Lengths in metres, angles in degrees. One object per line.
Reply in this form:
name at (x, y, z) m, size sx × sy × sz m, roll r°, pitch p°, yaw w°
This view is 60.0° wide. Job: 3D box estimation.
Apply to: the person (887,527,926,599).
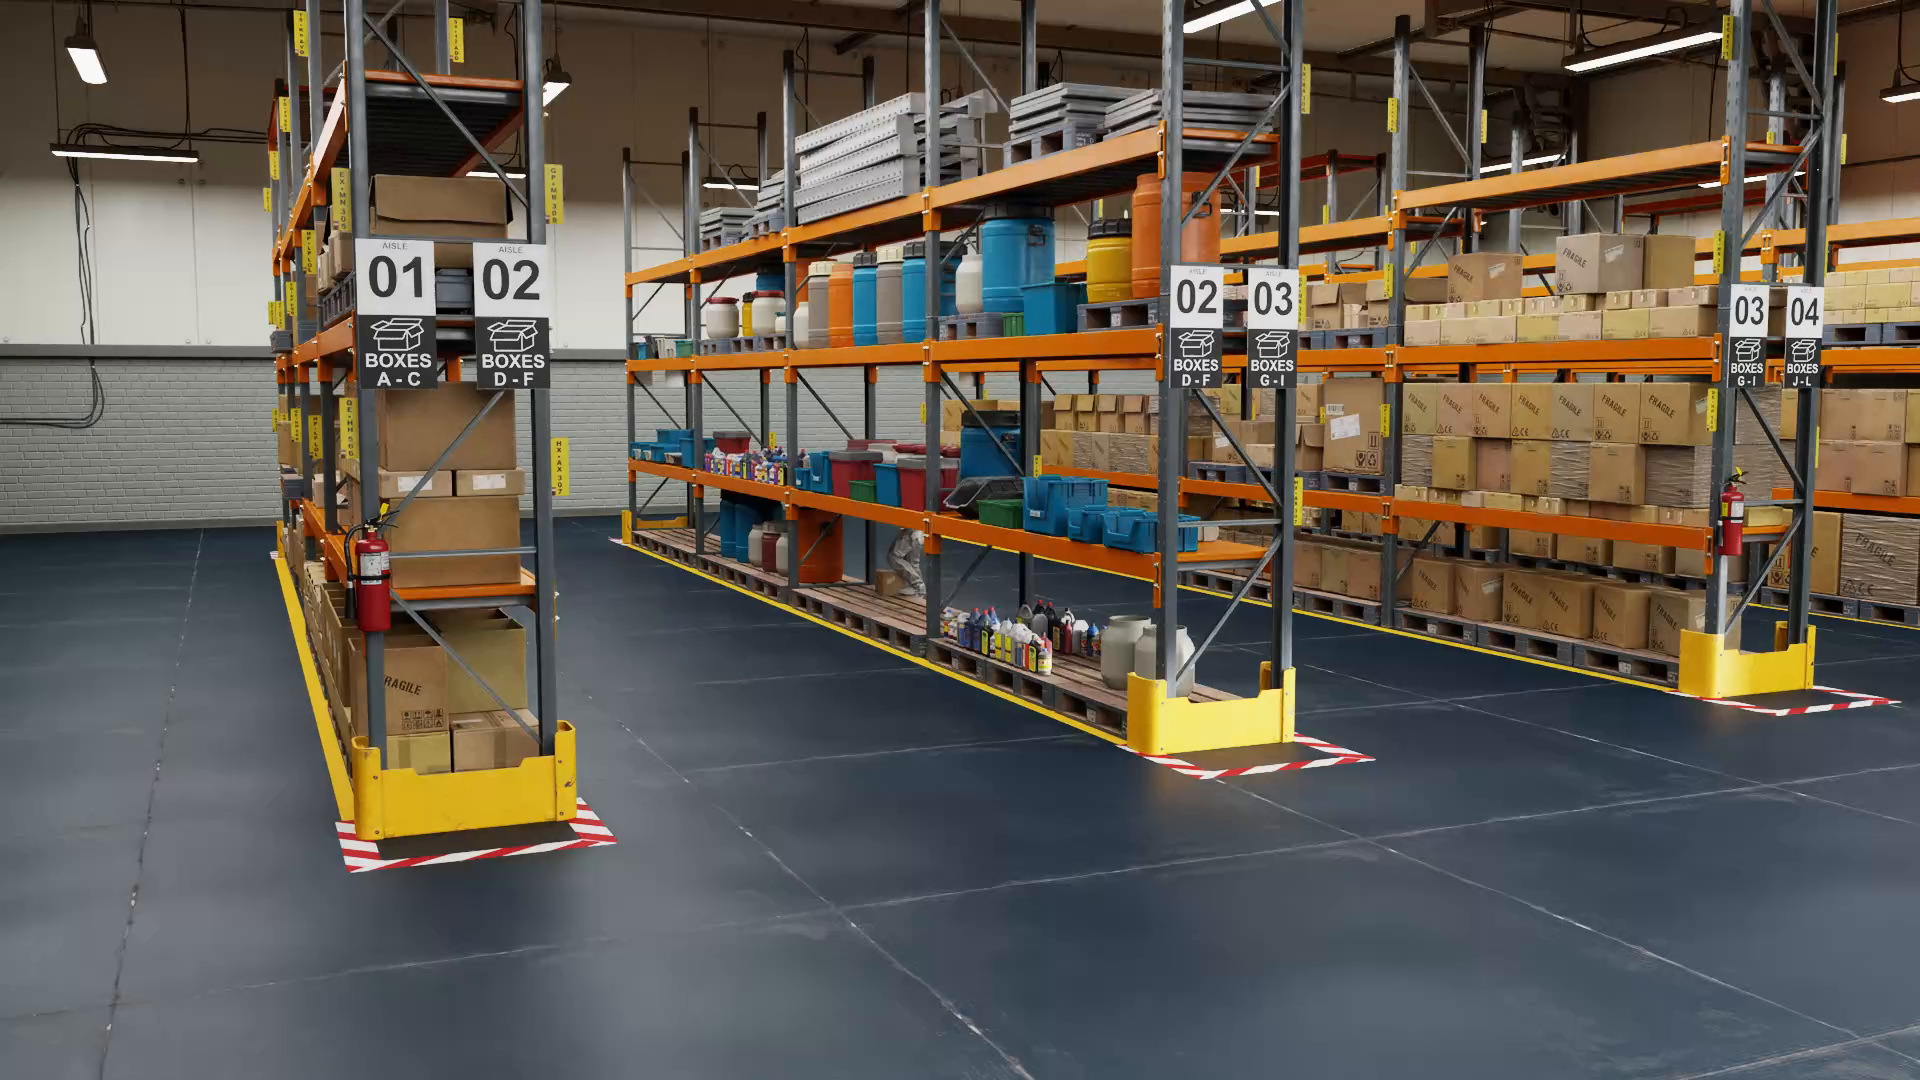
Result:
person at (-0.552, -0.090, 17.739) m, size 0.541 × 1.751 × 0.616 m, roll -1°, pitch 5°, yaw -7°
